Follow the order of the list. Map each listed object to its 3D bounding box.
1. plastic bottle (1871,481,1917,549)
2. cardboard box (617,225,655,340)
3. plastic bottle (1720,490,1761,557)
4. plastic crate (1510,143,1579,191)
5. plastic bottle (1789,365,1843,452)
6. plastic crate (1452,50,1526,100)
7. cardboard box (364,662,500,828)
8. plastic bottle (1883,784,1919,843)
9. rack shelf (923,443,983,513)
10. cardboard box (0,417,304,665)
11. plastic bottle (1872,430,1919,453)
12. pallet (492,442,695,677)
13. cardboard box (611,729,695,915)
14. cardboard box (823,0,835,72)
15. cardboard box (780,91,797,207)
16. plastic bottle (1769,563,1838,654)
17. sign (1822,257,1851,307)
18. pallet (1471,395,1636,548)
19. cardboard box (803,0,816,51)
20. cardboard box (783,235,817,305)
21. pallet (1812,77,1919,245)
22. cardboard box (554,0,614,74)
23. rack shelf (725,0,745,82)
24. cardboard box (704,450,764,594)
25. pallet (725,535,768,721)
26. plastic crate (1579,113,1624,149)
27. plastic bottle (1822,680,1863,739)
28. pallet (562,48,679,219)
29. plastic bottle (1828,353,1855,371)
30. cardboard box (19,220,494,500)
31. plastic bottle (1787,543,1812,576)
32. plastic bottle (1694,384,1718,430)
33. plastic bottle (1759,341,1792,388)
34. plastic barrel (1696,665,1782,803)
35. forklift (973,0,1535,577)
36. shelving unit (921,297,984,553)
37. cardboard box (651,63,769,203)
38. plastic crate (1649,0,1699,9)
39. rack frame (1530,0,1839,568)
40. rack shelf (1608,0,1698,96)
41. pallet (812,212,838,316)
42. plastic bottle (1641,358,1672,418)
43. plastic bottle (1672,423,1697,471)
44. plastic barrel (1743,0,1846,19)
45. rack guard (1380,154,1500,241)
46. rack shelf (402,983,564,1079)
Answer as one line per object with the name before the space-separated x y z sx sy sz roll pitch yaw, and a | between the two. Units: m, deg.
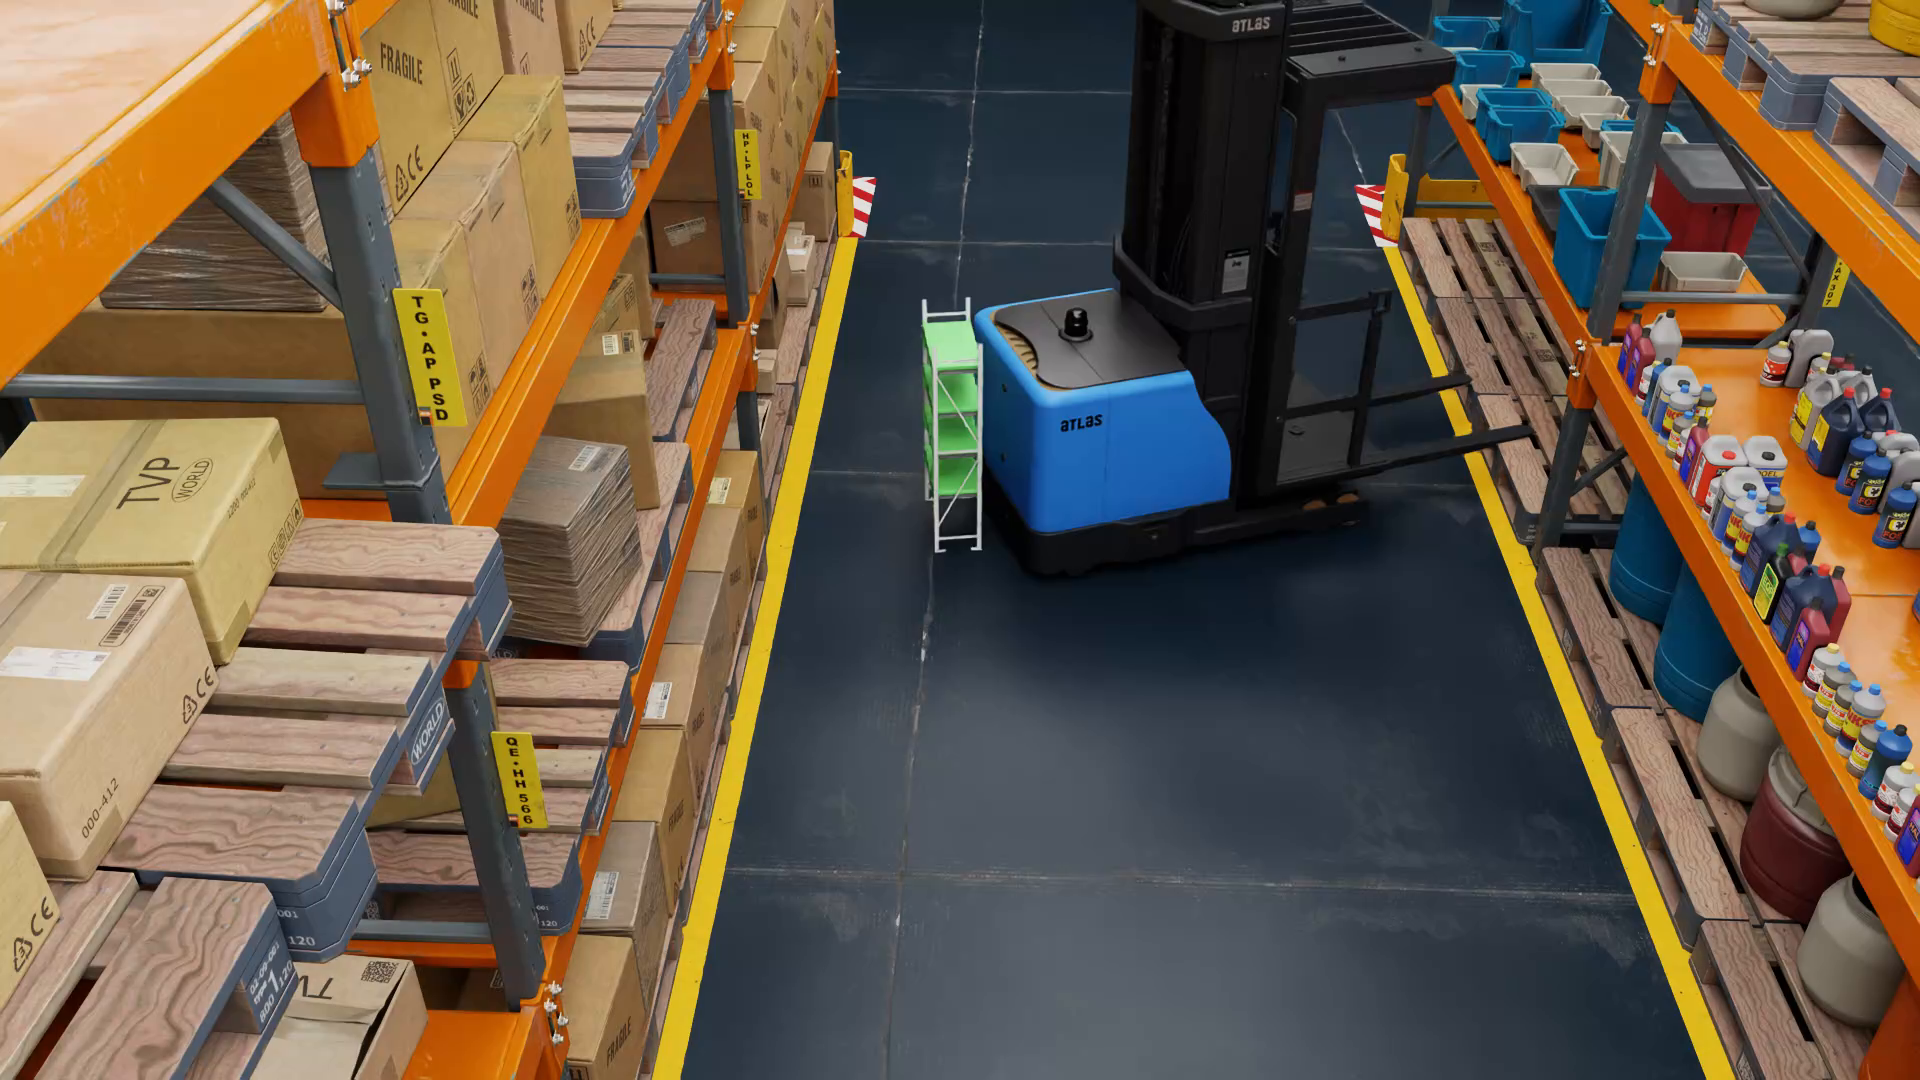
plastic bottle | 3.574 -0.104 6.346 0.097 0.271 0.097 0 35 0
cardboard box | -1.750 -1.171 7.300 0.700 0.500 0.500 -10 36 -14
plastic bottle | 2.964 -0.067 6.295 0.097 0.271 0.097 0 35 0
plastic crate | 3.212 -2.032 9.156 0.293 0.136 0.466 1 35 2
plastic bottle | 3.588 -0.556 6.921 0.144 0.351 0.185 1 35 2
plastic crate | 3.237 -2.850 10.236 0.416 0.233 0.300 1 35 2
cardboard box | -1.755 0.496 4.929 0.700 0.500 0.500 -10 36 -14
plastic bottle | 2.903 0.830 5.078 0.097 0.201 0.097 0 35 0
rack shelf | -0.040 -0.327 8.645 0.258 0.148 0.480 -4 35 -6
cardboard box | -1.630 -0.002 3.247 0.500 0.250 0.500 -1 35 -2
plastic bottle | 3.714 -0.324 6.656 0.152 0.276 0.135 1 35 2
pallet | -1.594 0.034 6.205 1.003 0.211 1.213 1 35 2
cardboard box | -1.323 1.072 6.353 0.500 0.500 0.500 1 35 1
cardboard box | -1.093 -3.300 10.696 0.500 0.500 0.500 2 35 3
cardboard box | -1.175 -2.134 9.036 0.500 0.500 0.500 1 35 2
plastic bottle | 2.965 0.221 5.816 0.144 0.351 0.185 1 35 2
sign | 3.992 -1.208 7.565 0.100 0.325 0.005 1 35 2
pallet | 3.433 -0.391 9.068 1.003 0.211 1.213 1 35 2
cardboard box | -1.125 -3.123 9.574 0.500 0.500 0.500 2 35 3
cardboard box | -1.190 -1.715 10.536 0.500 0.250 0.500 1 35 2
pallet | 3.466 -1.154 5.284 1.003 0.211 1.213 1 35 2
cardboard box | -1.605 -2.033 5.833 0.600 0.600 0.600 1 35 1
rack shelf | -1.427 -3.307 8.809 1.077 0.370 4.000 1 35 2
cardboard box | -1.241 -0.092 8.009 0.500 0.500 0.500 1 35 2
pallet | -1.502 0.384 7.965 1.003 0.211 1.213 1 35 2
plastic crate | 3.745 -2.353 9.612 0.298 0.136 0.250 1 35 2
plastic bottle | 2.923 0.551 5.476 0.097 0.201 0.097 0 35 0
pallet | -1.642 -1.406 5.643 1.213 0.211 1.003 1 35 2
plastic bottle | 3.785 -0.693 7.174 0.061 0.283 0.133 1 35 2
cardboard box | -1.684 -0.446 4.026 0.910 0.500 0.500 1 35 2
plastic bottle | 2.991 0.157 5.965 0.061 0.283 0.133 1 35 2
plastic bottle | 3.153 -0.567 7.067 0.097 0.201 0.097 0 35 0
plastic bottle | 3.624 -0.785 7.377 0.097 0.201 0.097 0 35 0
plastic barrel | 3.263 0.779 6.777 0.421 0.512 0.421 0 35 0
forklift | 1.629 -1.517 8.305 3.031 2.935 1.130 -11 37 -15
shelving unit | -0.040 -0.575 8.471 0.258 1.200 0.503 -4 35 -6
cardboard box | -1.207 -1.939 7.890 0.500 0.500 0.500 2 35 3
plastic crate | 3.157 -2.499 7.219 0.450 0.188 0.662 1 35 2
rack frame | 3.442 -1.108 7.664 1.000 3.000 0.127 1 35 2
rack shelf | 3.522 -3.190 8.643 1.077 0.370 4.000 1 35 2
pallet | -1.381 -1.880 11.188 1.003 0.211 1.213 1 35 2
plastic bottle | 3.005 -0.656 7.132 0.097 0.271 0.097 0 35 0
plastic bottle | 2.988 -0.382 6.803 0.097 0.201 0.097 0 35 0
plastic barrel | 3.170 -2.266 6.220 0.433 0.535 0.433 0 35 0
rack guard | 3.591 -2.398 11.673 1.175 0.500 0.348 1 35 2
rack shelf | -1.748 2.517 3.132 1.077 0.370 4.000 1 35 2
